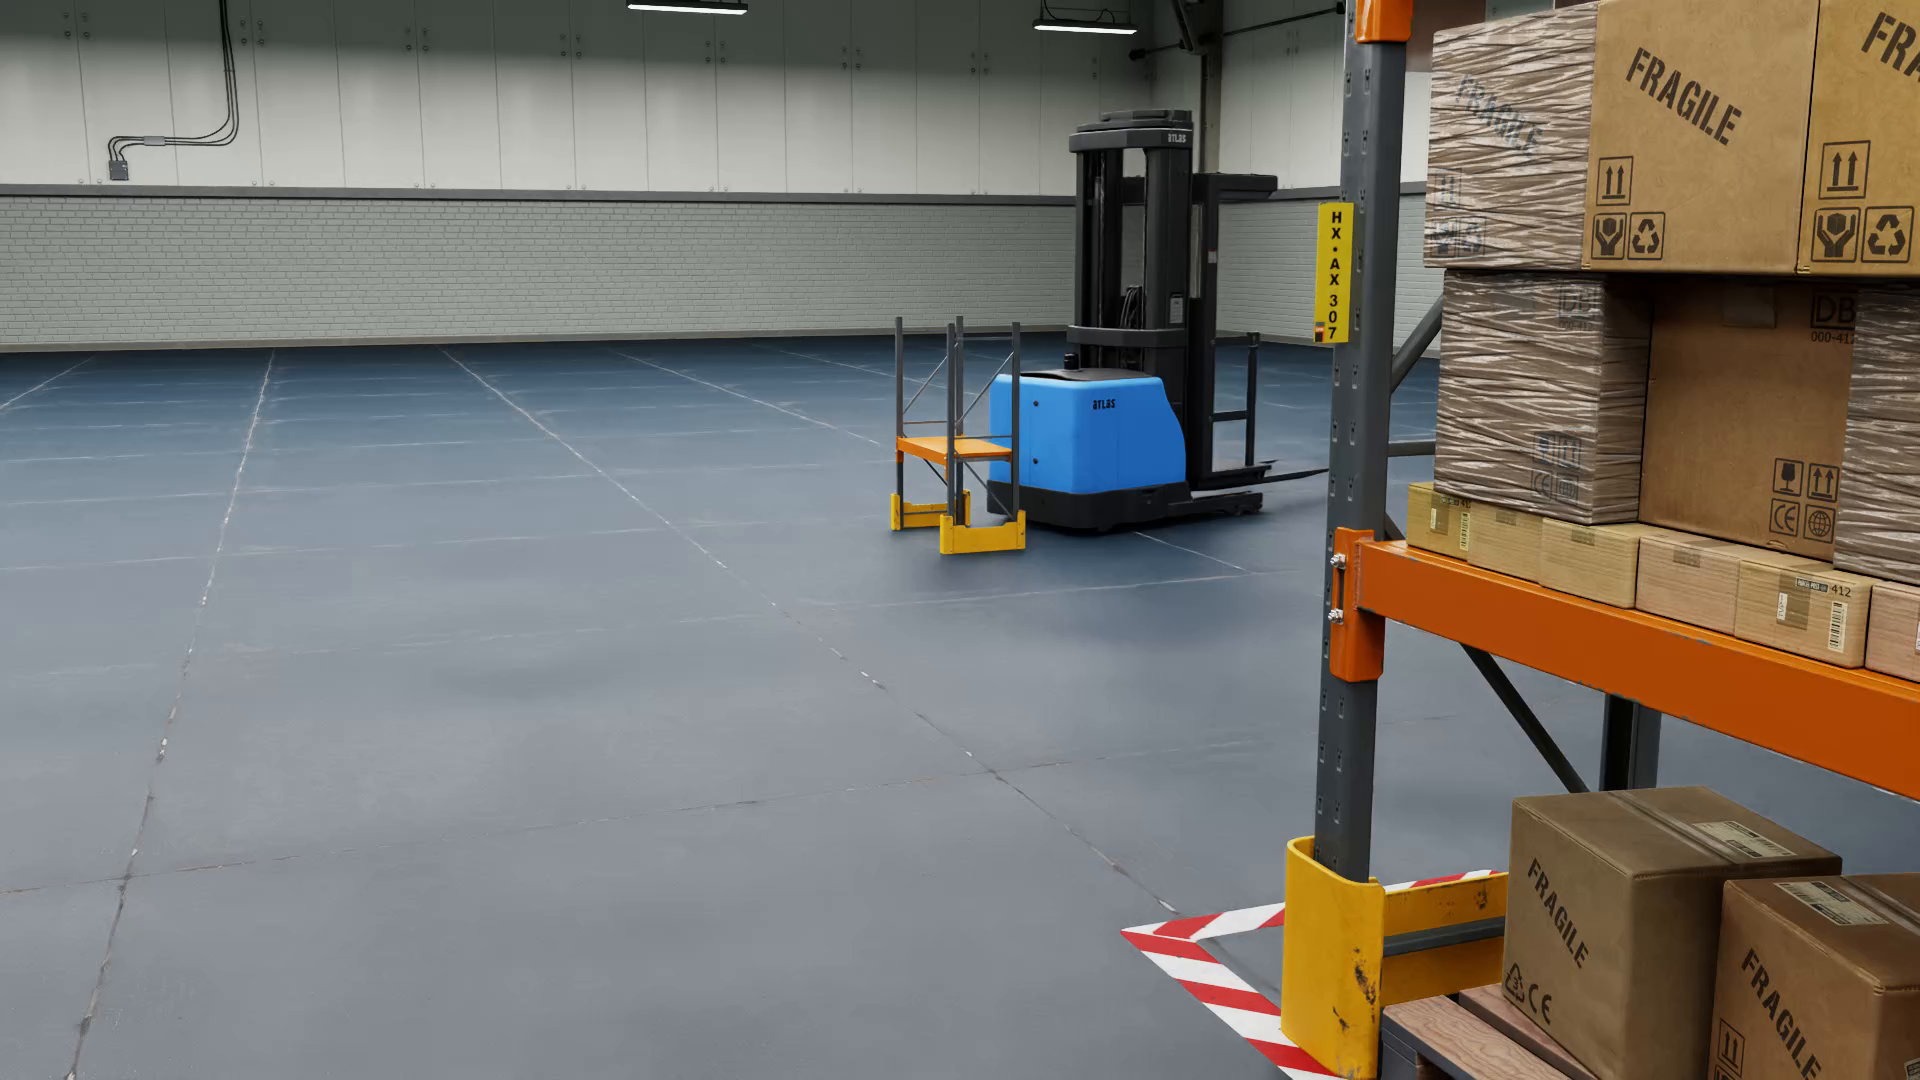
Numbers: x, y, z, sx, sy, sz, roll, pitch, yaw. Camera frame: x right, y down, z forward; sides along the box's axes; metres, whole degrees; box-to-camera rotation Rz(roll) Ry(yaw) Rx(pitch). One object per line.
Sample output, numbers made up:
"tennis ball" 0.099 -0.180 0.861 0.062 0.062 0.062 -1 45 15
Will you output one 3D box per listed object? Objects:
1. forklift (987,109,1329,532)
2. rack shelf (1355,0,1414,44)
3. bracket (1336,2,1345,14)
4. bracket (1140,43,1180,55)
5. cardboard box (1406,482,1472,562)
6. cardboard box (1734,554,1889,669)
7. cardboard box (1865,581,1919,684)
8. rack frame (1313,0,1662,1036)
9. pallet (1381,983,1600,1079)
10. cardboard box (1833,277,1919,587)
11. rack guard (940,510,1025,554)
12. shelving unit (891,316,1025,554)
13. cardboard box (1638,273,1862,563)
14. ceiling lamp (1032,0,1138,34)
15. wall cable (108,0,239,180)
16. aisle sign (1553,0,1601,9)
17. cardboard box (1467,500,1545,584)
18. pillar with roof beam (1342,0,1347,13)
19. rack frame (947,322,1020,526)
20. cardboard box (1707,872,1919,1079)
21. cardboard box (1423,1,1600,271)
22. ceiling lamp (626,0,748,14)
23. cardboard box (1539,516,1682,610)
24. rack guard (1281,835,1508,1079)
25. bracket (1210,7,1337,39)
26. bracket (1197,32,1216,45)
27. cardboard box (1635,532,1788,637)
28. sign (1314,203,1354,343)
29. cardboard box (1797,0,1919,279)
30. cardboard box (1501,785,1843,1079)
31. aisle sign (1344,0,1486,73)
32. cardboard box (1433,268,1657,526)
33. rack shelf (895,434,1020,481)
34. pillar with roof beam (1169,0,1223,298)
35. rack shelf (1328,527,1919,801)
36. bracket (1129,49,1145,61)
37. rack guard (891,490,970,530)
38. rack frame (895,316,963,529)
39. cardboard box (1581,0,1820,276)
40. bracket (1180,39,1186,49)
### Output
"forklift" 1.656 -1.682 12.509 3.031 2.935 1.130 -8 13 -39
"rack shelf" 2.114 -1.034 2.156 1.077 0.370 4.000 -4 11 -21
"bracket" 7.121 -9.810 30.595 0.235 0.232 0.430 -4 11 -21
"bracket" 4.302 -11.079 37.734 0.076 0.066 3.189 -4 11 -21
"cardboard box" 1.271 -0.052 3.866 0.380 0.149 0.250 -4 11 -21
"cardboard box" 1.614 0.112 2.941 0.380 0.149 0.250 -4 11 -21
"cardboard box" 1.730 0.151 2.721 0.380 0.149 0.250 -4 11 -21
"rack frame" 1.390 -0.238 4.190 1.000 3.000 0.127 -4 11 -21
"pallet" 1.679 1.283 3.607 1.003 0.211 1.213 -4 11 -21
"cardboard box" 1.997 -0.183 2.751 0.875 0.500 0.500 -4 11 -21
"rack guard" 0.153 -0.054 11.011 0.587 0.250 0.087 -4 11 -21
"shelving unit" -0.028 -0.751 11.359 0.587 1.500 1.083 -4 11 -21
"cardboard box" 1.856 -0.268 3.225 0.875 0.500 0.500 -4 11 -21
"ceiling lamp" 2.205 -10.900 30.335 2.000 3.185 0.800 -4 11 -21
"wall cable" -14.912 -9.812 31.173 2.305 6.003 0.169 -4 11 -21
"aisle sign" 1.647 -1.547 4.127 0.394 0.787 0.004 -4 11 -21
"cardboard box" 1.343 -0.010 3.630 0.380 0.149 0.250 -4 11 -21
"pillar with roof beam" 3.590 -7.719 29.120 9.100 9.000 0.548 -4 11 -21
"rack frame" 0.153 -0.669 10.901 0.500 1.500 0.032 -4 11 -21
"cardboard box" 1.849 0.985 3.257 0.500 0.500 0.500 -1 10 -6
"cardboard box" 1.335 -0.818 3.466 0.500 0.500 0.500 -4 11 -21
"ceiling lamp" -4.636 -10.434 27.716 2.000 3.185 0.800 -4 11 -21
"cardboard box" 1.420 0.032 3.395 0.380 0.149 0.250 -4 11 -21
"rack guard" 1.417 1.006 4.340 1.175 0.500 0.348 -4 11 -21
"bracket" 6.181 -10.233 32.975 0.076 0.066 4.783 -4 11 -21
"bracket" 5.248 -10.654 35.339 0.235 0.232 0.430 -4 11 -21
"cardboard box" 1.530 0.071 3.173 0.380 0.149 0.250 -4 11 -21
"sign" 0.884 -0.629 3.921 0.100 0.325 0.005 -4 11 -21
"cardboard box" 1.692 -0.655 2.547 0.500 0.500 0.500 -4 11 -21
"cardboard box" 1.600 0.889 3.794 0.500 0.500 0.500 -2 10 -10
"aisle sign" 1.087 -1.509 3.913 0.394 0.787 0.004 -4 11 -21
"cardboard box" 1.563 -0.342 3.641 0.875 0.500 0.500 -4 11 -21
"rack shelf" -0.031 -0.575 11.399 0.538 0.185 1.000 -4 11 -21
"pillar with roof beam" 1.416 -8.698 34.626 9.100 9.000 0.548 -4 11 -21
"rack shelf" 2.114 0.443 2.418 1.077 0.370 4.000 -4 11 -21
"bracket" 4.088 -11.176 38.276 0.235 0.232 0.430 -4 11 -21
"rack guard" -0.208 -0.217 11.925 0.587 0.250 0.087 -4 11 -21
"rack frame" -0.215 -0.835 11.834 0.500 1.500 0.032 -4 11 -21
"cardboard box" 1.510 -0.736 3.005 0.500 0.500 0.500 -4 11 -21
"bracket" 4.947 -10.789 36.101 0.235 0.232 0.430 -4 11 -21
